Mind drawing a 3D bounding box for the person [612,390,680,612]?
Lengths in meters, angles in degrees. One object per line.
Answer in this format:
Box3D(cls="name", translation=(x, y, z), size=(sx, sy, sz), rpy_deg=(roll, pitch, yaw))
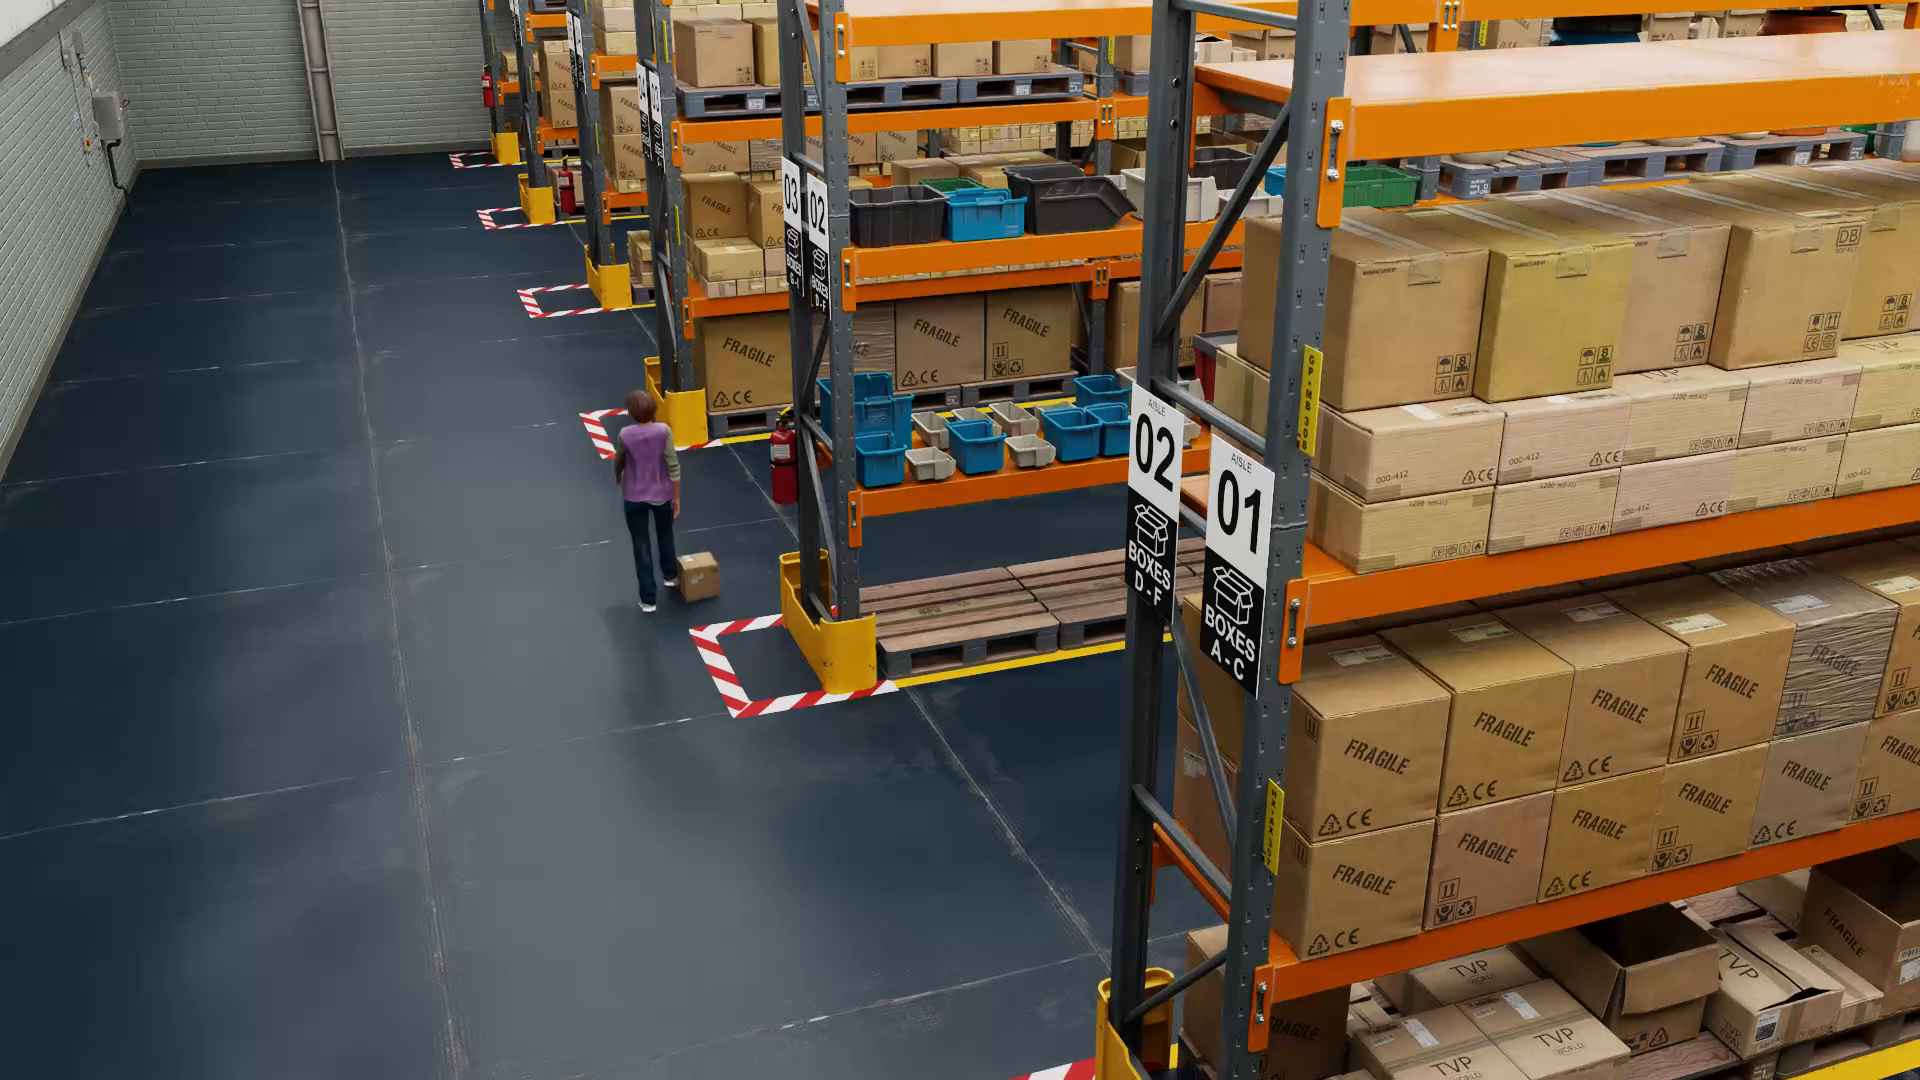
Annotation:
Box3D(cls="person", translation=(-2.181, -0.319, 11.560), size=(0.436, 1.590, 0.646), rpy_deg=(-7, 24, -17))
